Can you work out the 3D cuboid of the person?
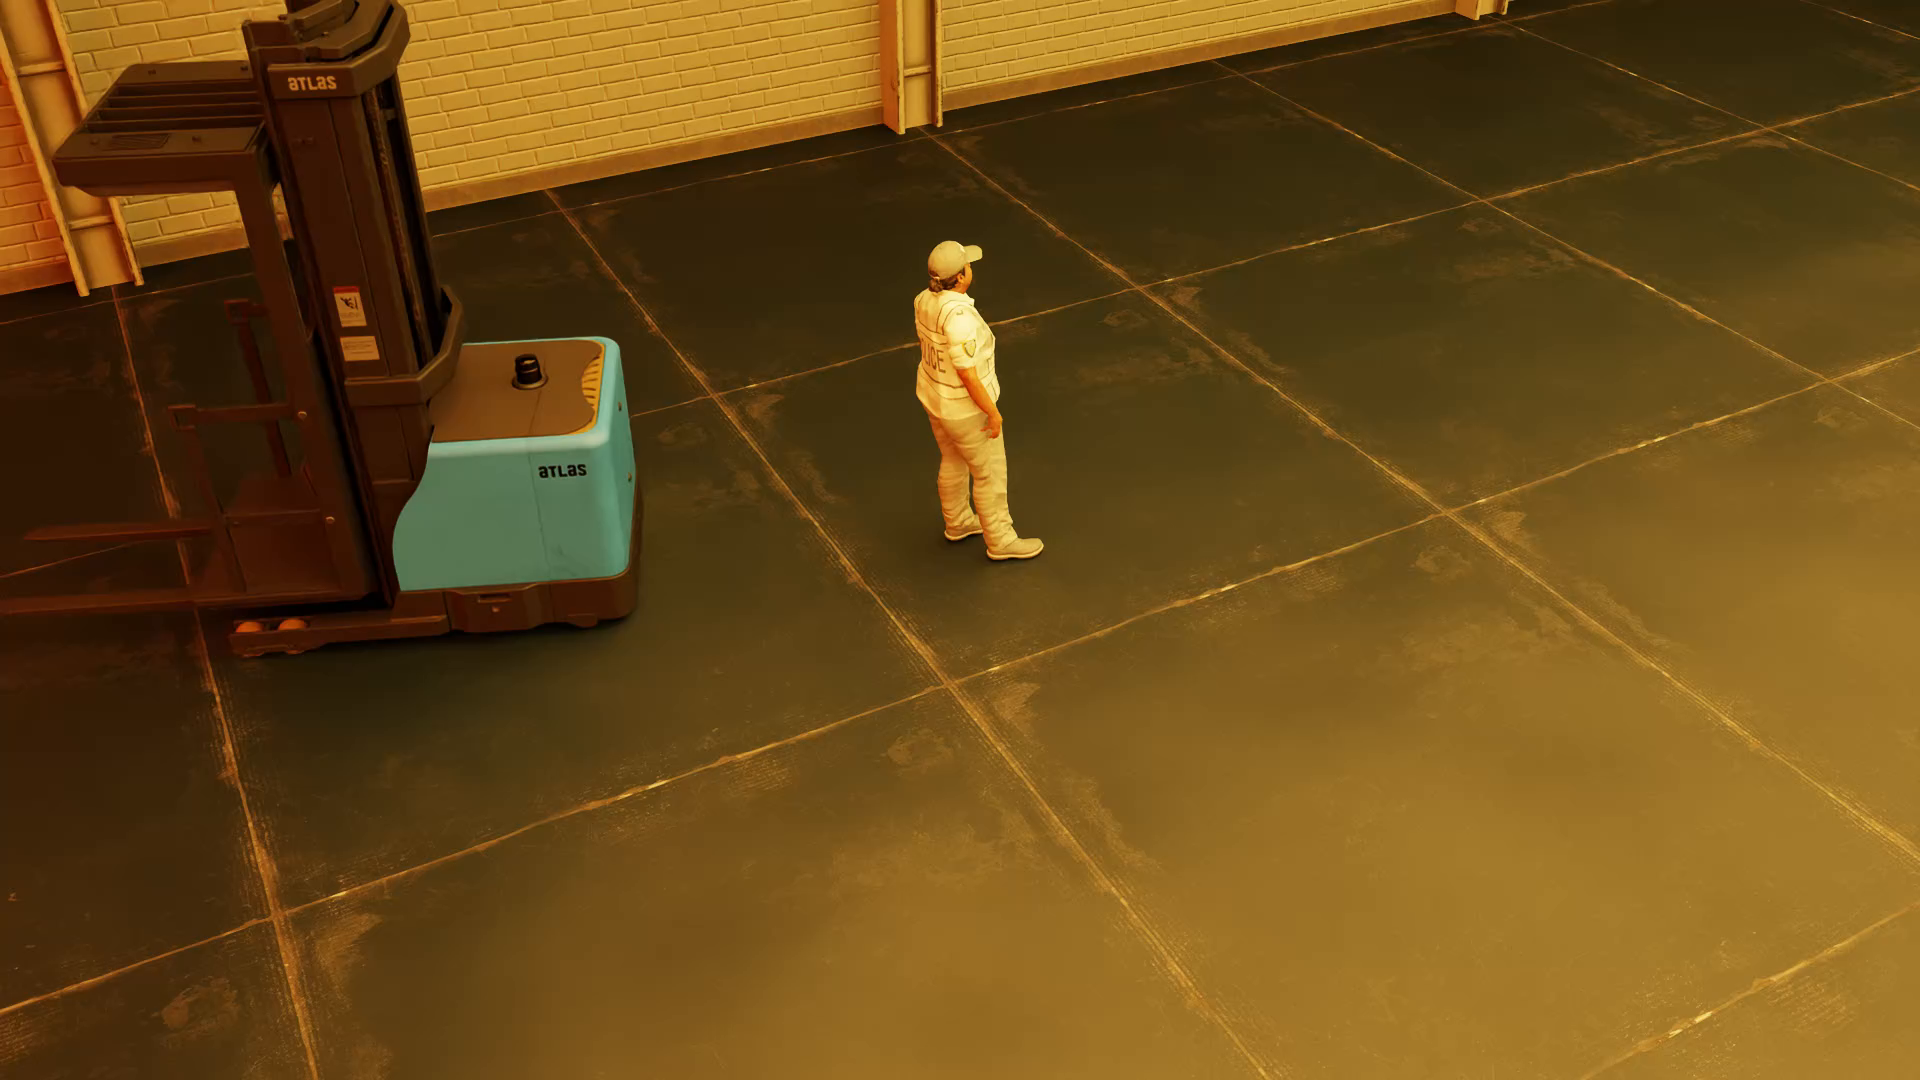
[{"bbox_3d":[0.078,-0.695,8.190,0.529,1.670,0.598,-17,39,-23],"label":"person"}]

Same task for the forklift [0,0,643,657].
[{"bbox_3d":[-3.128,-0.966,7.490,3.031,2.935,1.130,-4,35,-5],"label":"forklift"}]
